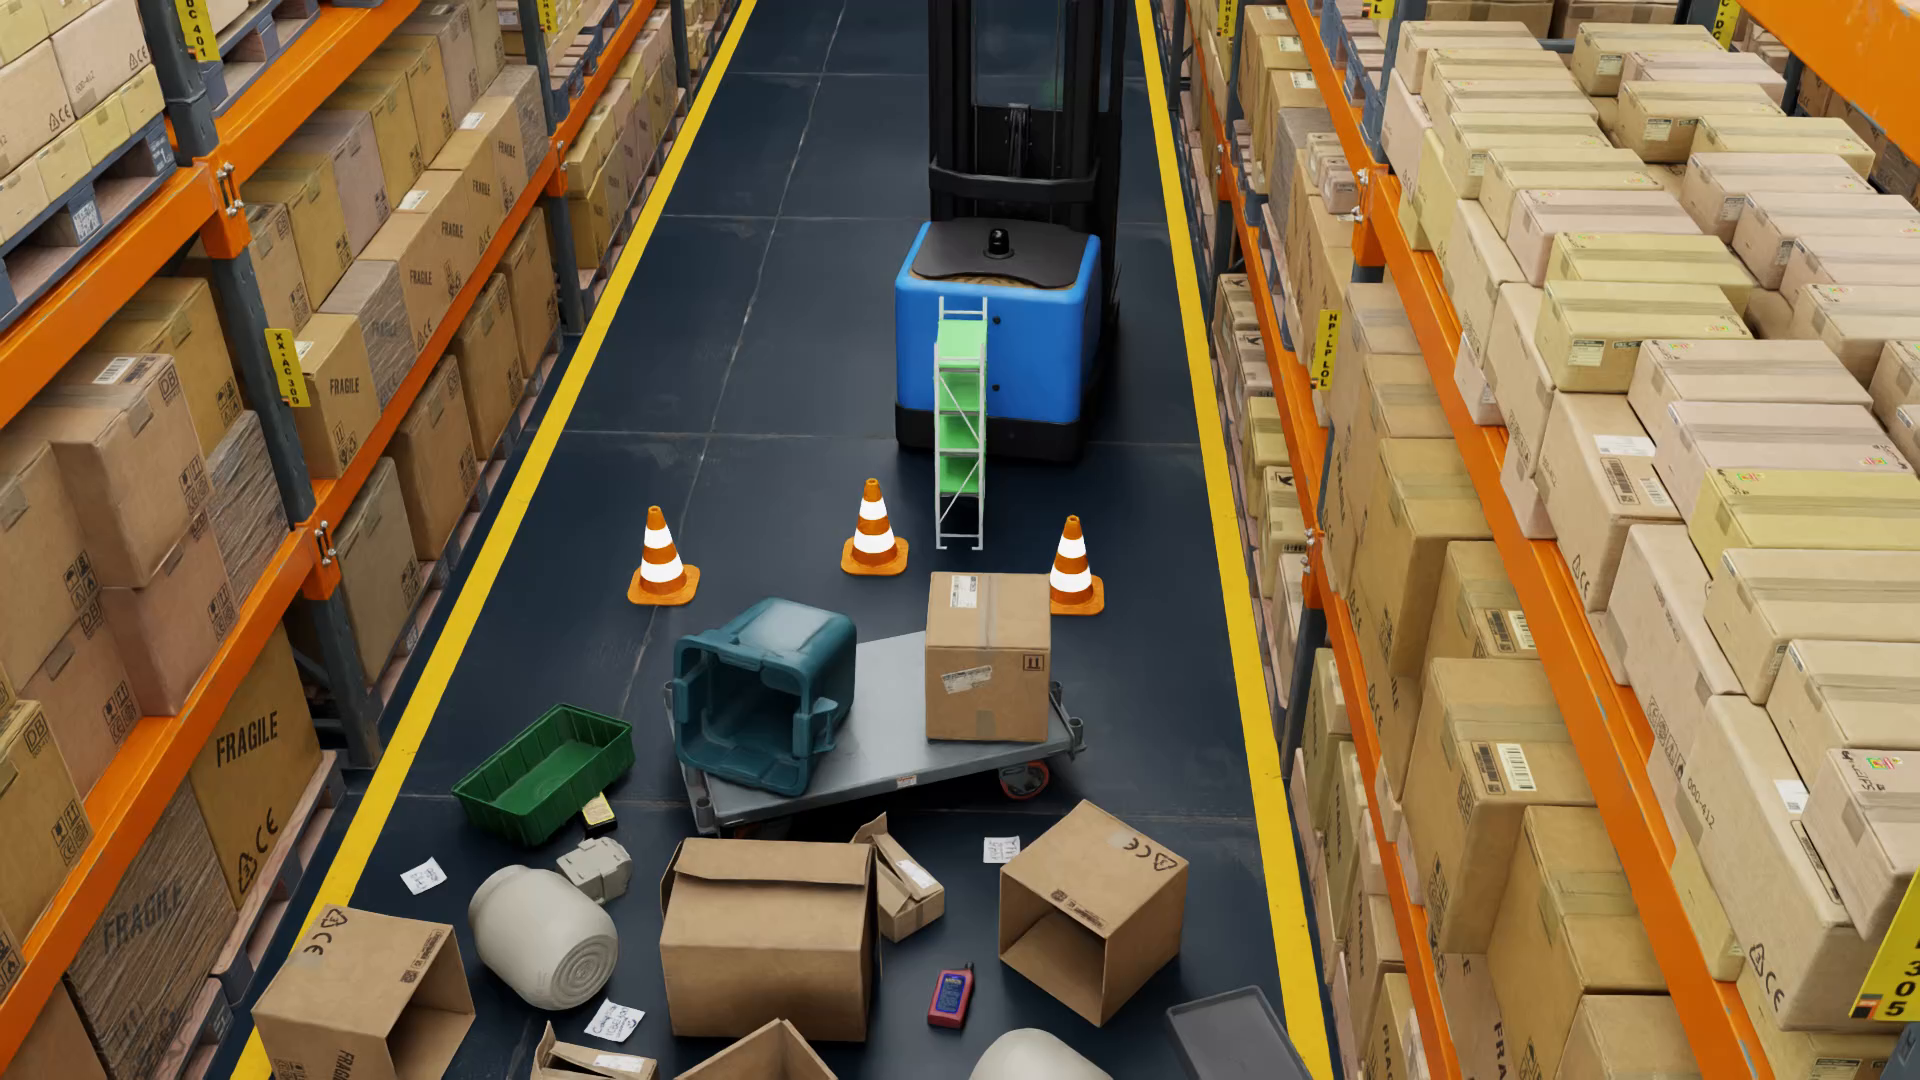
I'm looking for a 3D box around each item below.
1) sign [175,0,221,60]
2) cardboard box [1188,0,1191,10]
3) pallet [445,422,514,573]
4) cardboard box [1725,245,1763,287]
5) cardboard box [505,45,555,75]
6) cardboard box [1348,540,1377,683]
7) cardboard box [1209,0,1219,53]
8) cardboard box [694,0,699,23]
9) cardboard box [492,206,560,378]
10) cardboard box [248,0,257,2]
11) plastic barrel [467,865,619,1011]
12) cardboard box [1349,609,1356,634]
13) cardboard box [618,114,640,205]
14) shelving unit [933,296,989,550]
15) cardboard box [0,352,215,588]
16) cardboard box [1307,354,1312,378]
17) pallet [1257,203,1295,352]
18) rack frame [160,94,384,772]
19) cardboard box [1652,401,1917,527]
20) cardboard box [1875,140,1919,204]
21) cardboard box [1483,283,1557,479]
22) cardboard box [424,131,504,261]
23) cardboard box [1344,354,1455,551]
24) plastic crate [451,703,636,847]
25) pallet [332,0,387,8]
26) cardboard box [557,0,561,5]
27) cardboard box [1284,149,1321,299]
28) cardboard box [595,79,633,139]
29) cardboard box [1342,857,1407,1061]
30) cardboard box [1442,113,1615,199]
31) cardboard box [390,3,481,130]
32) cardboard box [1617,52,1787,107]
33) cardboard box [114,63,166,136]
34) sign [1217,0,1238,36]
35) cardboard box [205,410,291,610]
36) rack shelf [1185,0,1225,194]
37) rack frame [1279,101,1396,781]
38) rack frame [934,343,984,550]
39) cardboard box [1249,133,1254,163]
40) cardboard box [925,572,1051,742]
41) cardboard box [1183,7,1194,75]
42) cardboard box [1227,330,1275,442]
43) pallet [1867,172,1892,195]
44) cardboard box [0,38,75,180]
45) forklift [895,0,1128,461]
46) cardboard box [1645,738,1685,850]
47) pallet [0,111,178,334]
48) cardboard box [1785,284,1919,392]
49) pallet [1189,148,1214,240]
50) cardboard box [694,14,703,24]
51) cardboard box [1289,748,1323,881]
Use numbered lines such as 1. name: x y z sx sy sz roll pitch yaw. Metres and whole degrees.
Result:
1. sign: -2.496 -1.722 5.410 0.100 0.325 0.005 1 35 2
2. cardboard box: 1.883 -3.903 11.771 0.500 0.250 0.500 1 35 2
3. pallet: -3.049 -0.270 8.896 1.003 0.211 1.213 1 35 2
4. cardboard box: 2.096 -0.651 4.277 0.500 0.250 0.500 1 35 1
5. cardboard box: -2.671 -2.882 10.041 0.380 0.149 0.250 1 35 1
6. cardboard box: 1.606 0.166 5.505 0.500 0.500 0.500 1 35 2
7. cardboard box: 1.842 -3.227 10.374 0.500 0.250 0.500 0 35 1
8. cardboard box: -2.487 -4.630 14.531 0.380 0.149 0.250 0 35 -1
9. cardboard box: -3.005 -1.464 9.762 1.050 0.750 0.750 1 35 1
10. cardboard box: -2.761 -2.190 6.361 0.250 0.149 0.380 1 35 2
11. plastic barrel: -1.564 1.479 6.224 0.512 0.421 0.421 28 44 33
12. cardboard box: 1.608 0.216 5.998 0.380 0.149 0.250 2 35 3
13. cardboard box: -2.574 -2.694 11.729 0.500 0.500 0.500 0 35 1
14. shelving unit: 0.007 -0.586 8.486 0.258 1.200 0.503 1 35 2
15. cardboard box: -3.006 -0.236 5.353 0.875 0.550 0.550 1 35 2
16. cardboard box: 1.672 -0.729 6.977 0.380 0.149 0.250 0 35 0
17. pallet: 2.021 -1.288 8.086 1.003 0.211 1.213 1 35 2
18. rack frame: -3.051 -0.263 6.461 1.000 3.000 0.127 1 35 2
19. cardboard box: 1.576 -0.139 3.202 0.380 0.149 0.250 1 35 2
20. cardboard box: 6.873 -2.676 11.703 0.500 0.500 0.500 0 35 0
21. cardboard box: 1.545 -0.373 3.881 0.500 0.250 0.500 2 35 2
22. cardboard box: -2.682 -1.763 8.509 0.500 0.500 0.500 1 35 1
23. cardboard box: 1.622 -0.237 5.209 0.700 0.500 0.500 2 35 2
24. plastic crate: -1.749 0.994 7.068 0.450 0.188 0.662 11 35 32
25. pallet: -2.905 -2.697 7.480 1.003 0.211 1.213 3 35 4
26. cardboard box: -2.656 -3.430 10.303 0.380 0.149 0.250 1 35 2
27. cardboard box: 1.734 -1.393 7.358 0.500 0.500 0.500 2 35 4
28. cardboard box: -2.568 -2.983 11.488 0.500 0.250 0.500 2 35 2
29. cardboard box: 1.573 1.378 5.500 0.500 0.500 0.500 3 35 4
30. cardboard box: 1.522 -1.032 4.471 0.380 0.149 0.250 1 35 2
31. cardboard box: -2.937 -2.462 8.634 0.700 0.500 0.500 1 35 1
32. cardboard box: 2.171 -1.319 4.880 0.380 0.149 0.250 0 35 1
33. cardboard box: -2.746 -1.383 5.213 0.380 0.149 0.250 1 35 2
34. sign: 1.505 -2.989 9.333 0.100 0.325 0.005 1 35 2
35. cardboard box: -3.054 -0.112 6.116 0.875 0.550 0.550 1 35 2
36. rack shelf: 2.140 -3.359 11.492 1.077 0.370 4.000 1 35 2
37. rack frame: 1.899 -0.206 6.381 1.000 3.000 0.127 1 35 2
38. rack frame: -0.003 -0.446 8.287 0.240 1.200 0.015 1 35 2
39. cardboard box: 1.759 -2.073 8.890 0.380 0.149 0.250 -1 35 -1
40. cardboard box: 0.119 0.483 6.916 0.500 0.500 0.500 1 35 2
41. cardboard box: 2.353 -4.284 14.046 0.875 0.438 0.875 1 35 1
42. cardboard box: 2.006 -0.853 9.220 0.950 0.372 0.625 1 35 1
43. pallet: 7.139 -2.378 11.896 1.003 0.211 1.213 1 35 2
44. cardboard box: -2.835 -1.184 4.582 0.500 0.250 0.500 1 35 2
45. forklift: 0.413 -2.476 9.669 1.130 2.935 3.031 6 36 9
46. cardboard box: 1.495 0.460 3.042 0.380 0.149 0.250 2 35 3
47. pallet: -3.094 -0.984 4.955 1.003 0.211 1.213 1 35 2
48. cardboard box: 2.049 -0.432 3.618 0.380 0.149 0.250 2 35 3
49. pallet: 2.219 -2.514 12.089 1.003 0.211 1.213 1 35 2
50. cardboard box: -2.465 -4.510 14.618 0.380 0.149 0.250 1 35 1
51. cardboard box: 1.606 1.079 6.577 0.500 0.250 0.500 0 35 0
